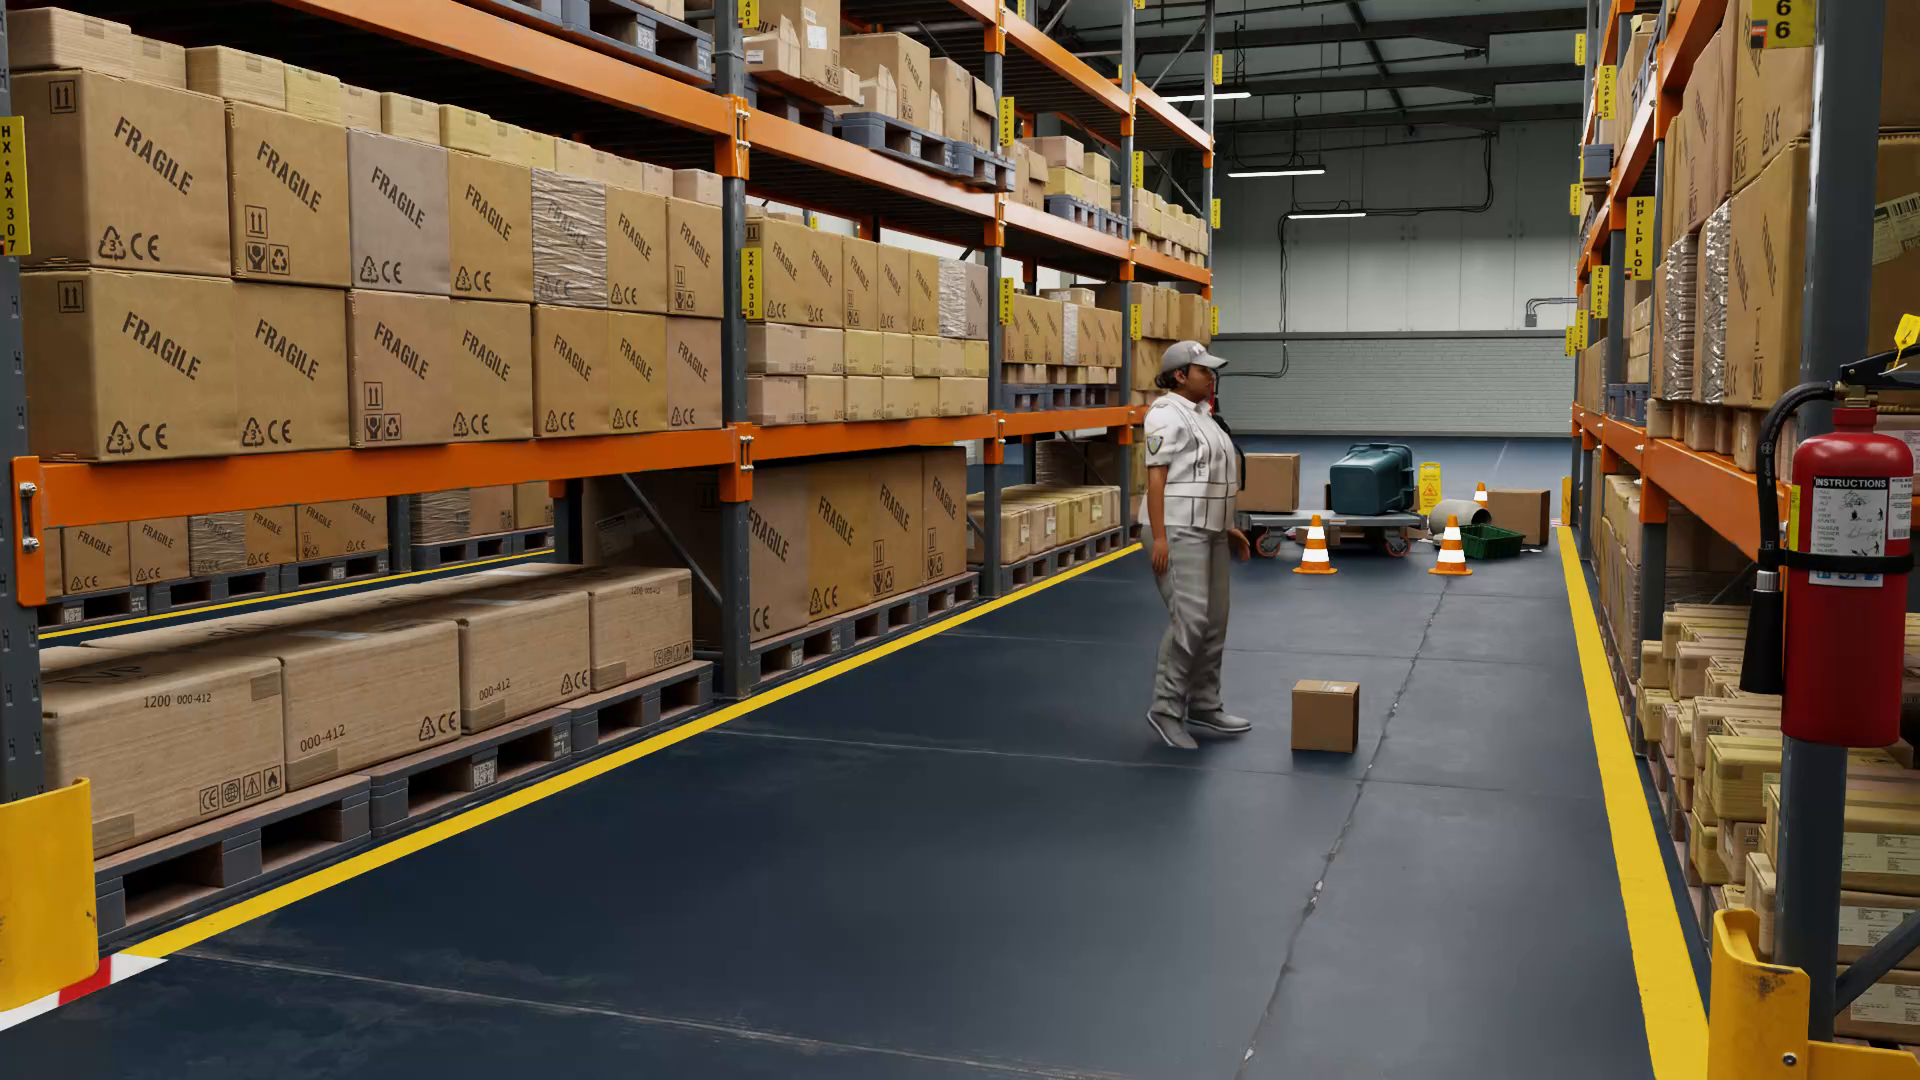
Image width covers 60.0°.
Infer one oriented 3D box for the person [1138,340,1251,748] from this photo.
[{"bbox_3d":[1.006,0.021,7.078,0.456,1.735,0.528,4,6,34],"label":"person"}]
